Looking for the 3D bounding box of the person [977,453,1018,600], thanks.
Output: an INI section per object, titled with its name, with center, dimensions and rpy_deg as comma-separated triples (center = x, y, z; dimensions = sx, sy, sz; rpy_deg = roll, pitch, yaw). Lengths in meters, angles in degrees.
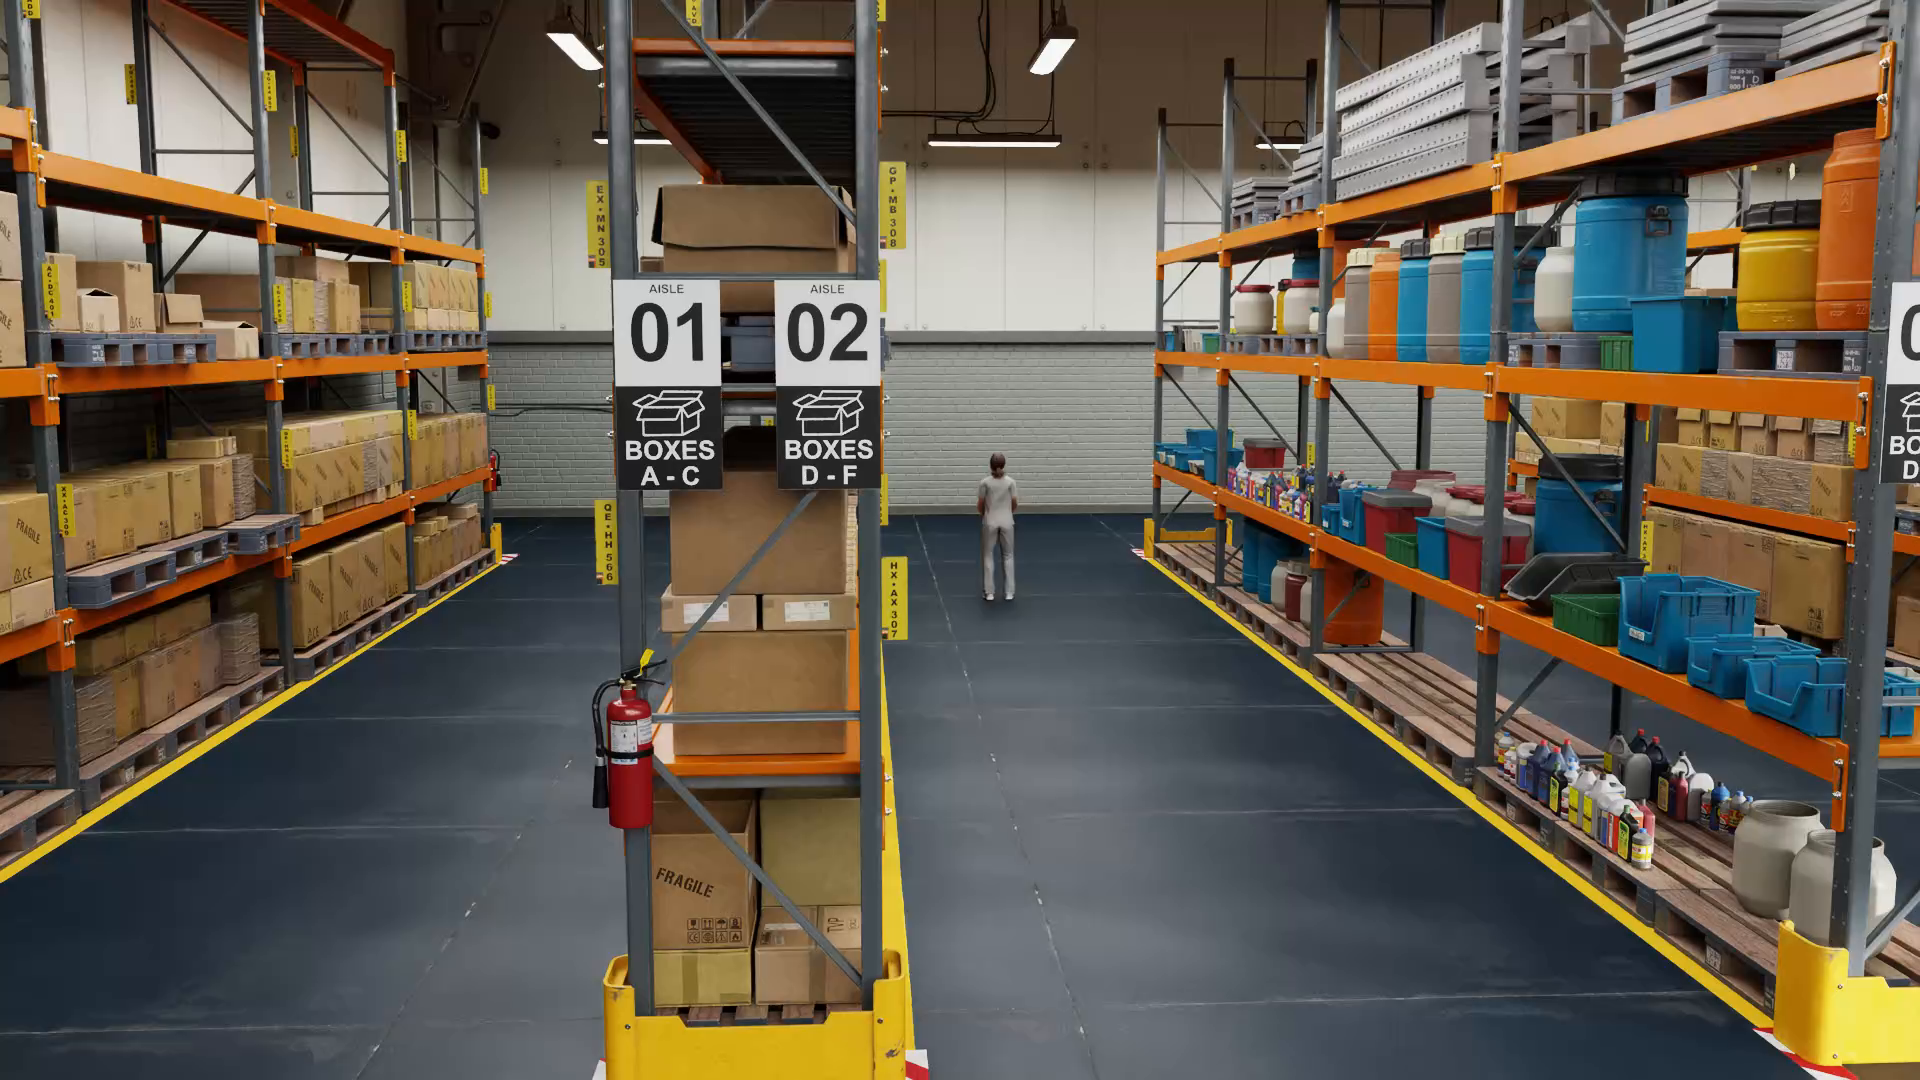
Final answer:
[person]
center = 0.425, -0.160, 19.067
dimensions = 0.463, 1.674, 0.490
rpy_deg = -1, 7, -4
